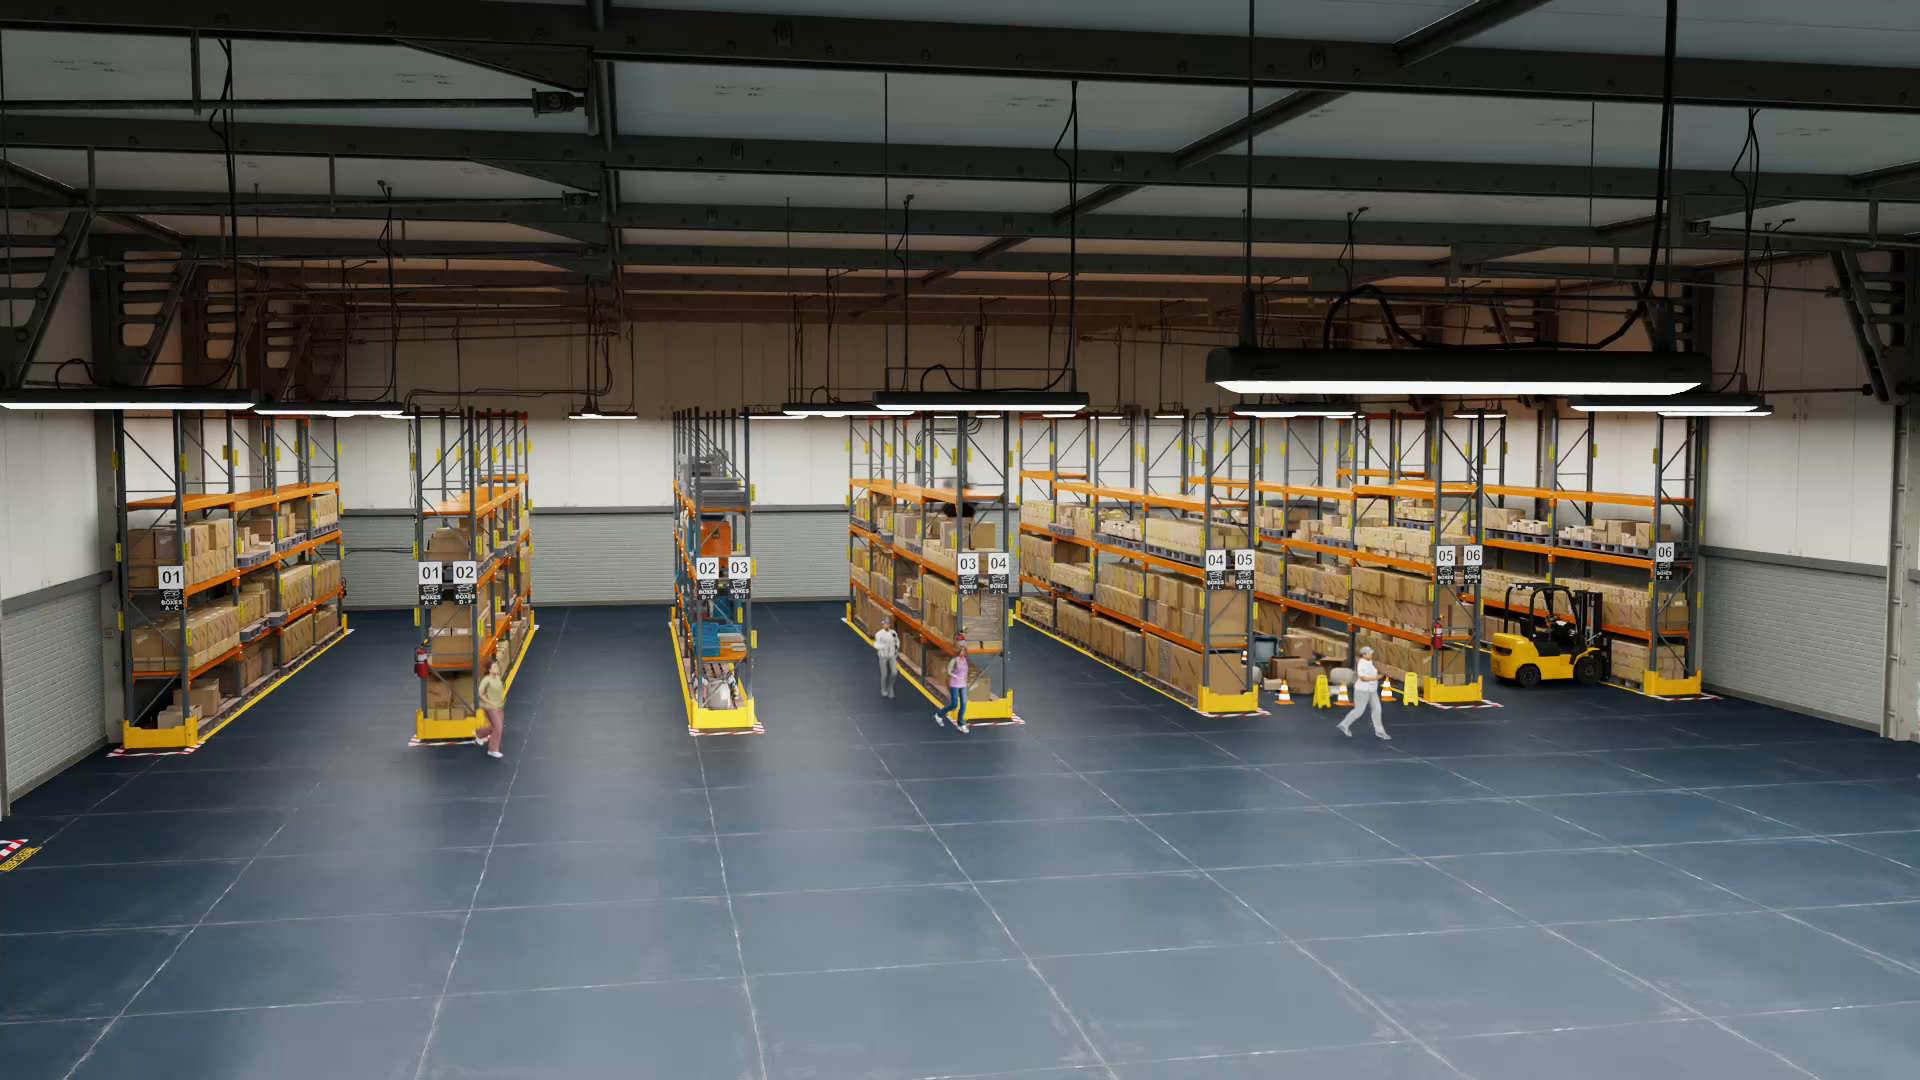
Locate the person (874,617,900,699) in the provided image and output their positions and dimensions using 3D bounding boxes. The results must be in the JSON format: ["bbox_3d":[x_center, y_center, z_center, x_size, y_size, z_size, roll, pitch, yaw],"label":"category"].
[{"bbox_3d":[-1.485,2.438,34.419,0.594,1.712,0.632,-1,4,-15],"label":"person"}]

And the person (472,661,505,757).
[{"bbox_3d":[-8.116,2.886,28.579,0.622,1.656,0.594,1,4,18],"label":"person"}]

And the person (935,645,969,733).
[{"bbox_3d":[-0.055,2.749,30.918,0.742,1.582,0.572,3,5,40],"label":"person"}]

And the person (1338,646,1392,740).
[{"bbox_3d":[7.301,2.741,29.927,0.925,1.668,0.609,3,5,34],"label":"person"}]
